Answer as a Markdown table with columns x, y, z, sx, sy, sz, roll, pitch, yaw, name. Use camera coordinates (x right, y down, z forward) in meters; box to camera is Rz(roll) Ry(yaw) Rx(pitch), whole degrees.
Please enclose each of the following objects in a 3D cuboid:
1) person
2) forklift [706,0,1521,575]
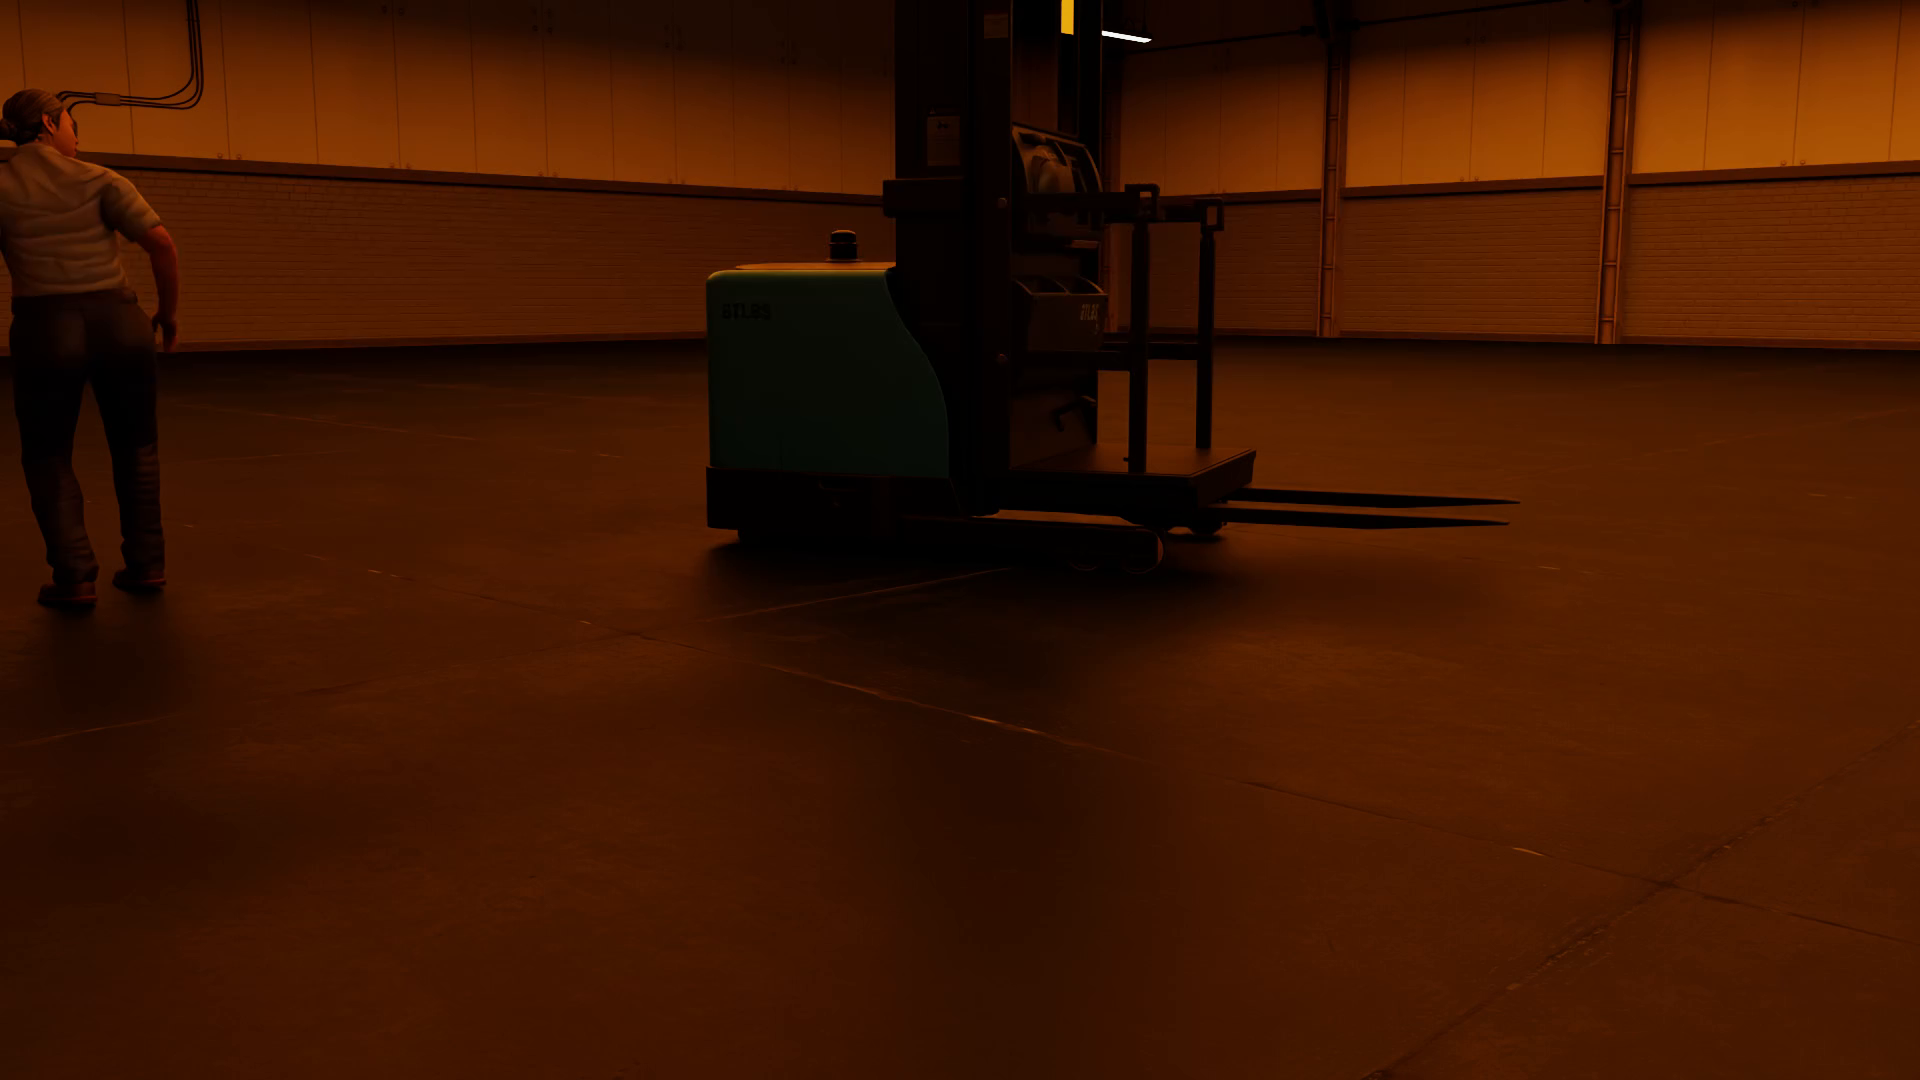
| x | y | z | sx | sy | sz | roll | pitch | yaw | name |
| --- | --- | --- | --- | --- | --- | --- | --- | --- | --- |
| -2.889 | -0.616 | 5.367 | 0.680 | 1.629 | 0.485 | -6 | 10 | -34 | person |
| 0.565 | -1.416 | 6.275 | 3.031 | 2.935 | 1.130 | 3 | 9 | 22 | forklift |
